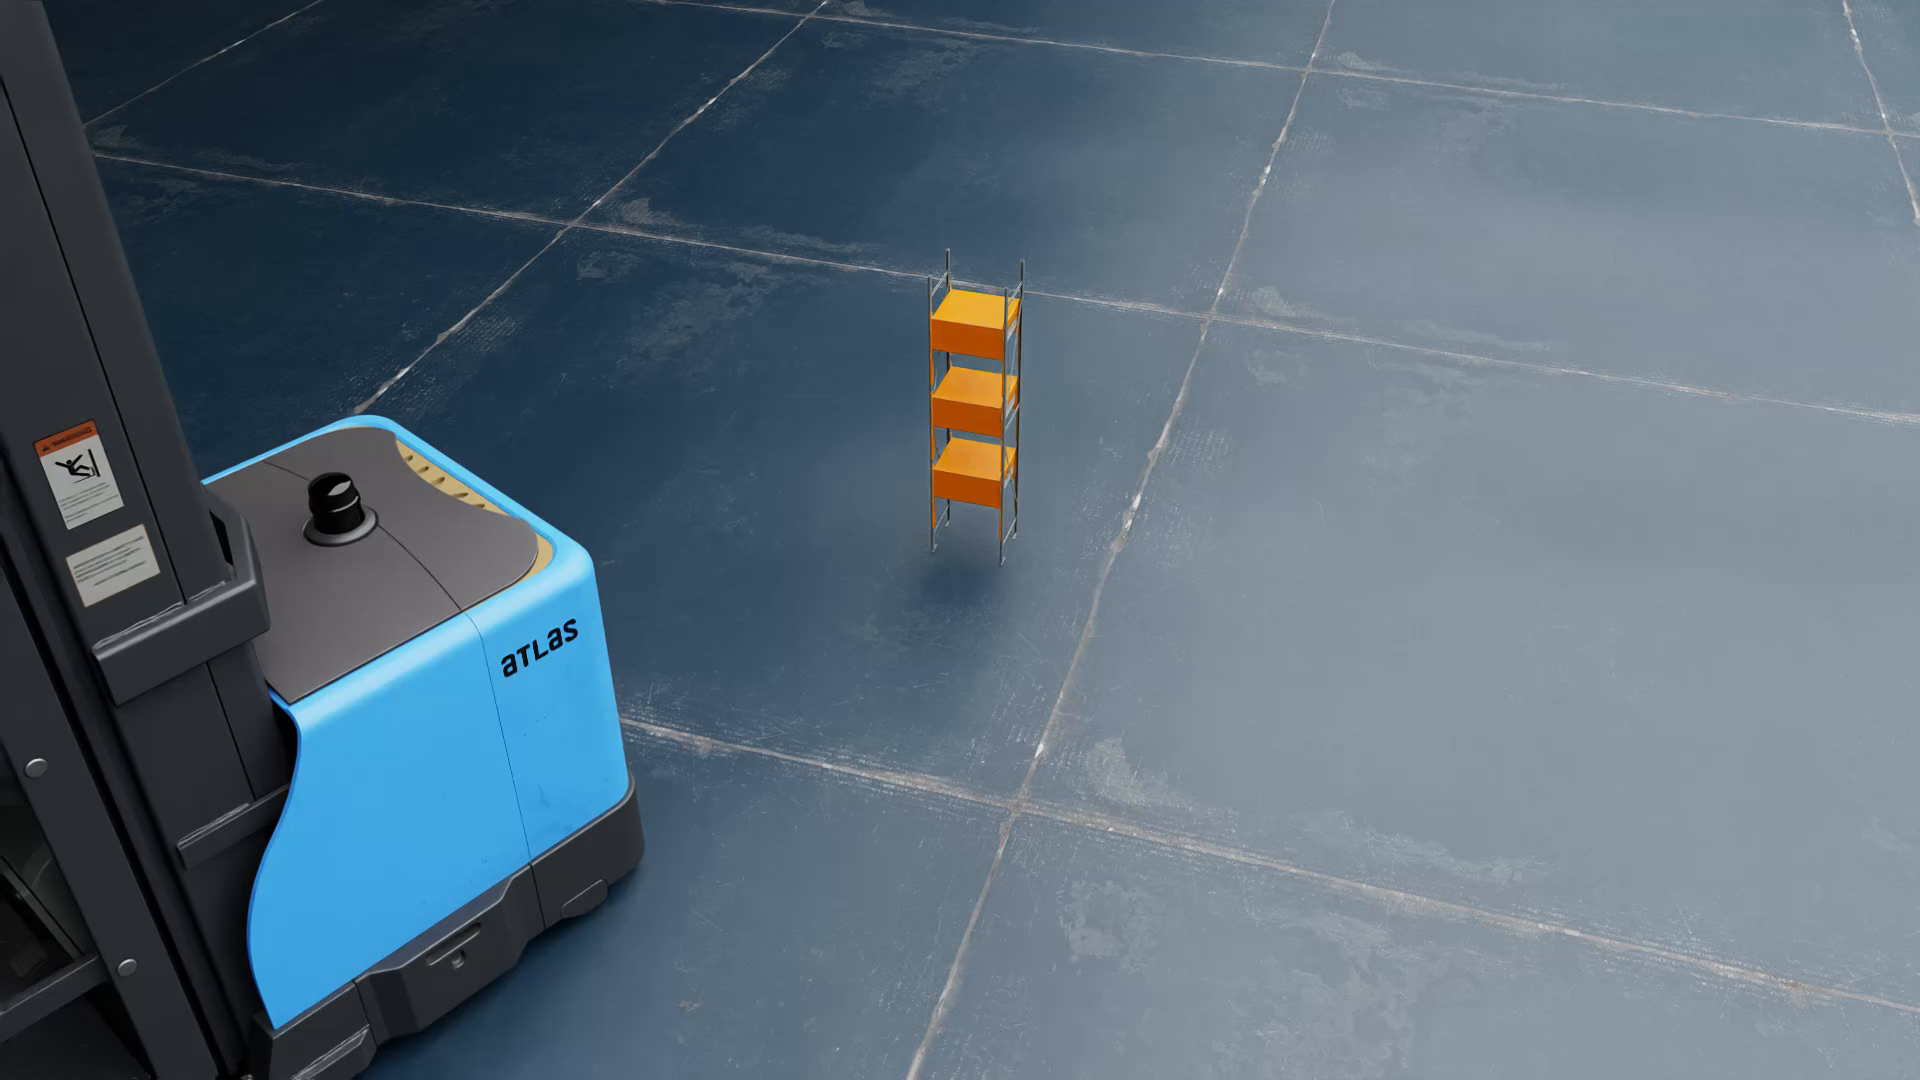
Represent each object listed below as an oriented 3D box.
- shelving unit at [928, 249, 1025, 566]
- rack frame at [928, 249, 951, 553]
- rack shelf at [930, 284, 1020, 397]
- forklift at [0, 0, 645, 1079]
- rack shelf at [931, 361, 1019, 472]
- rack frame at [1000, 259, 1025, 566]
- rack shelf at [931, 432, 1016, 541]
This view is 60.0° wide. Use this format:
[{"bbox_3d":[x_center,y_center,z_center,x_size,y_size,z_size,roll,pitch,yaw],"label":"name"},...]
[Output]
[{"bbox_3d":[0.051,-0.413,5.426,0.252,1.050,0.215,10,38,14],"label":"shelving unit"},{"bbox_3d":[-0.065,-0.435,5.455,0.008,1.050,0.200,10,38,14],"label":"rack frame"},{"bbox_3d":[0.051,-0.633,5.264,0.240,0.259,0.215,10,38,14],"label":"rack shelf"},{"bbox_3d":[-2.220,0.163,3.057,1.130,2.935,3.031,29,45,33],"label":"forklift"},{"bbox_3d":[0.051,-0.405,5.432,0.240,0.259,0.215,10,38,14],"label":"rack shelf"},{"bbox_3d":[0.168,-0.392,5.397,0.008,1.050,0.200,10,38,14],"label":"rack frame"},{"bbox_3d":[0.051,-0.181,5.597,0.240,0.259,0.215,10,38,14],"label":"rack shelf"}]
